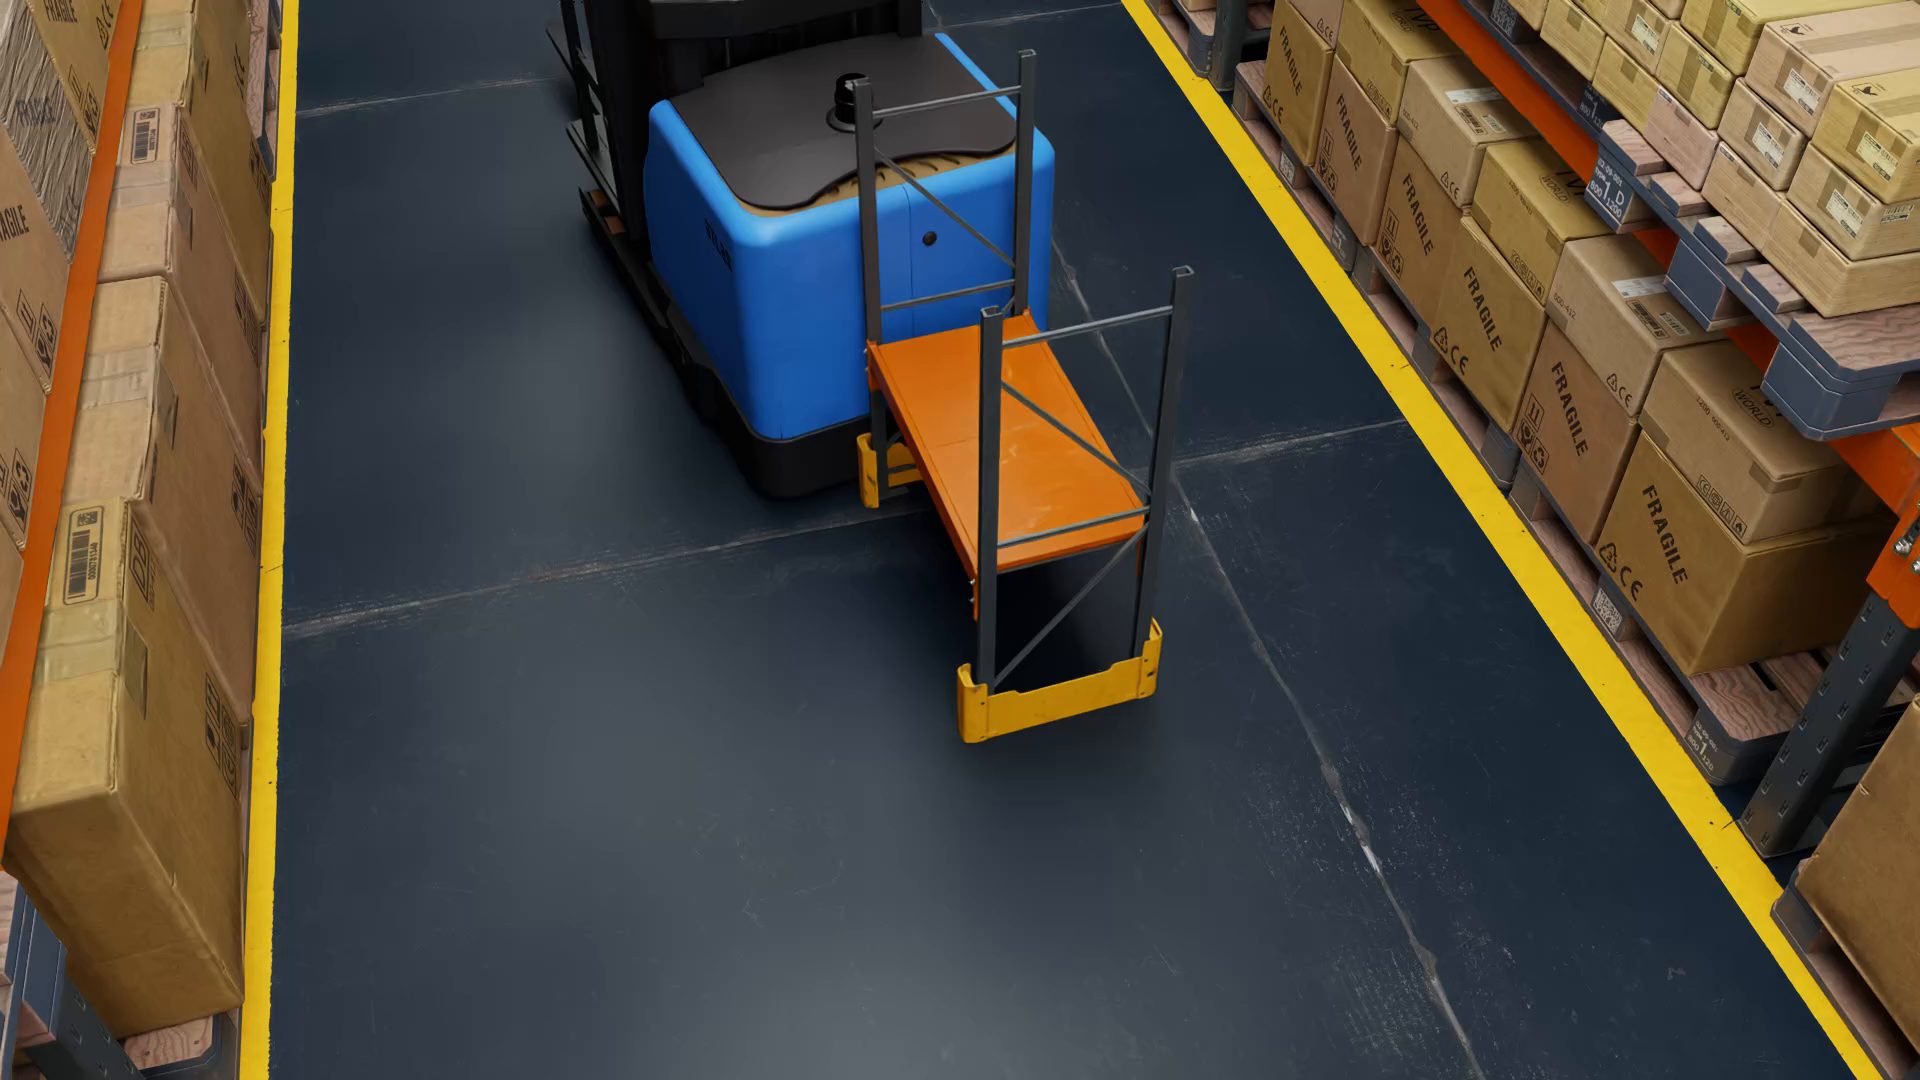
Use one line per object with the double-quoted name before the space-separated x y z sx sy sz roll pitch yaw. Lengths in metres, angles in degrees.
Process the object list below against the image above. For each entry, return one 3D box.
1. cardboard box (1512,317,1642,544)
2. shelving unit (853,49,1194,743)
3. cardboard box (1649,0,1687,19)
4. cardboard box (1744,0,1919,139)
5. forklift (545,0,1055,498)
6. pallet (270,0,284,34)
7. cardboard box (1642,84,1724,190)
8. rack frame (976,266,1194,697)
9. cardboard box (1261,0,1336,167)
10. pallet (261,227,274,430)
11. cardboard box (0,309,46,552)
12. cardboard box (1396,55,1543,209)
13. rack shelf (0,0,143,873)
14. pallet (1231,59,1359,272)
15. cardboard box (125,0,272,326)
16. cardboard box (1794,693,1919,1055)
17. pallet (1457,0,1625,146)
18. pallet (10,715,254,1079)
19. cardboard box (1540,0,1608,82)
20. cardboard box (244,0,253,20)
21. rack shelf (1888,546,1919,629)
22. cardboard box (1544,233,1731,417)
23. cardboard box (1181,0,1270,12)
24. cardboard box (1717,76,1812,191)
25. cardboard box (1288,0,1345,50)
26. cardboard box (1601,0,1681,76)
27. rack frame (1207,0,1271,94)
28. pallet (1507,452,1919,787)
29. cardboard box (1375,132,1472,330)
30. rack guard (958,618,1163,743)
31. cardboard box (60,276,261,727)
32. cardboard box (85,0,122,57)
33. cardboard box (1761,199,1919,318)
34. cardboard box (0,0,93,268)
"cardboard box" 2.045 -0.369 4.968 0.500 0.500 0.500 -9 46 -9
"shelving unit" 0.121 -0.379 4.571 0.587 1.500 1.083 -13 47 -13
"cardboard box" 1.826 -1.391 3.979 0.380 0.149 0.250 -9 46 -9
"cardboard box" 1.965 -1.027 3.621 0.380 0.149 0.250 -11 47 -11
"forklift" -0.802 -2.218 5.371 1.130 2.935 3.031 -19 49 -18
"pallet" -3.684 -2.663 7.712 1.003 0.211 1.213 -11 47 -10
"cardboard box" 1.897 -0.996 4.008 0.380 0.149 0.250 -10 46 -10
"rack frame" 0.286 -0.029 4.228 0.500 1.500 0.032 -13 47 -13
"cardboard box" 1.504 -1.806 6.376 0.500 0.500 0.500 -9 46 -9
"pallet" -2.979 -0.761 5.848 1.003 0.211 1.213 -11 47 -10
"cardboard box" -2.221 -0.270 3.344 0.500 0.500 0.500 -12 47 -11
"cardboard box" 1.770 -1.349 5.403 0.500 0.250 0.500 -9 46 -9
"rack shelf" -2.737 -0.623 4.264 1.077 0.370 4.000 -11 47 -10
"pallet" 1.772 -1.580 6.650 1.003 0.211 1.213 -11 47 -10
"cardboard box" -3.066 -1.221 5.540 1.225 0.875 0.875 -11 47 -10
"cardboard box" 2.665 0.746 3.700 1.050 0.750 0.750 -11 47 -11
"pallet" 2.049 -1.623 4.875 1.003 0.211 1.213 -11 47 -10
"pallet" -2.354 0.924 4.197 1.003 0.211 1.213 -11 47 -10
"cardboard box" 1.766 -1.354 4.359 0.380 0.149 0.250 -13 47 -12
"cardboard box" -3.571 -2.751 7.039 0.875 0.875 0.875 -11 47 -10
"rack shelf" 3.108 1.301 2.378 1.077 0.370 4.000 -11 47 -10
"cardboard box" 2.027 -0.637 4.705 0.500 0.250 0.500 -10 46 -10
"cardboard box" 1.142 -2.450 7.253 0.380 0.149 0.250 -10 46 -10
"cardboard box" 1.959 -0.936 3.741 0.380 0.149 0.250 -9 46 -9
"cardboard box" 1.505 -2.069 6.108 0.500 0.250 0.500 -13 47 -12
"cardboard box" 1.826 -1.290 4.088 0.380 0.149 0.250 -11 47 -10
"rack frame" 1.572 -3.093 6.181 1.000 3.000 0.127 -11 47 -10
"pallet" 2.397 0.105 4.999 1.003 0.211 1.213 -11 47 -10
"cardboard box" 1.789 -1.082 5.666 0.500 0.500 0.500 -10 46 -10
"rack guard" 0.280 0.396 4.687 0.587 0.250 0.087 -13 47 -13
"cardboard box" -2.602 0.005 4.338 1.225 0.875 0.875 -11 47 -10
"cardboard box" -2.745 -1.675 4.721 0.500 0.500 0.500 -9 46 -9
"cardboard box" 2.025 -0.647 3.666 0.380 0.149 0.250 -10 46 -10
"cardboard box" -2.481 -0.969 4.029 0.500 0.500 0.500 -11 47 -10
